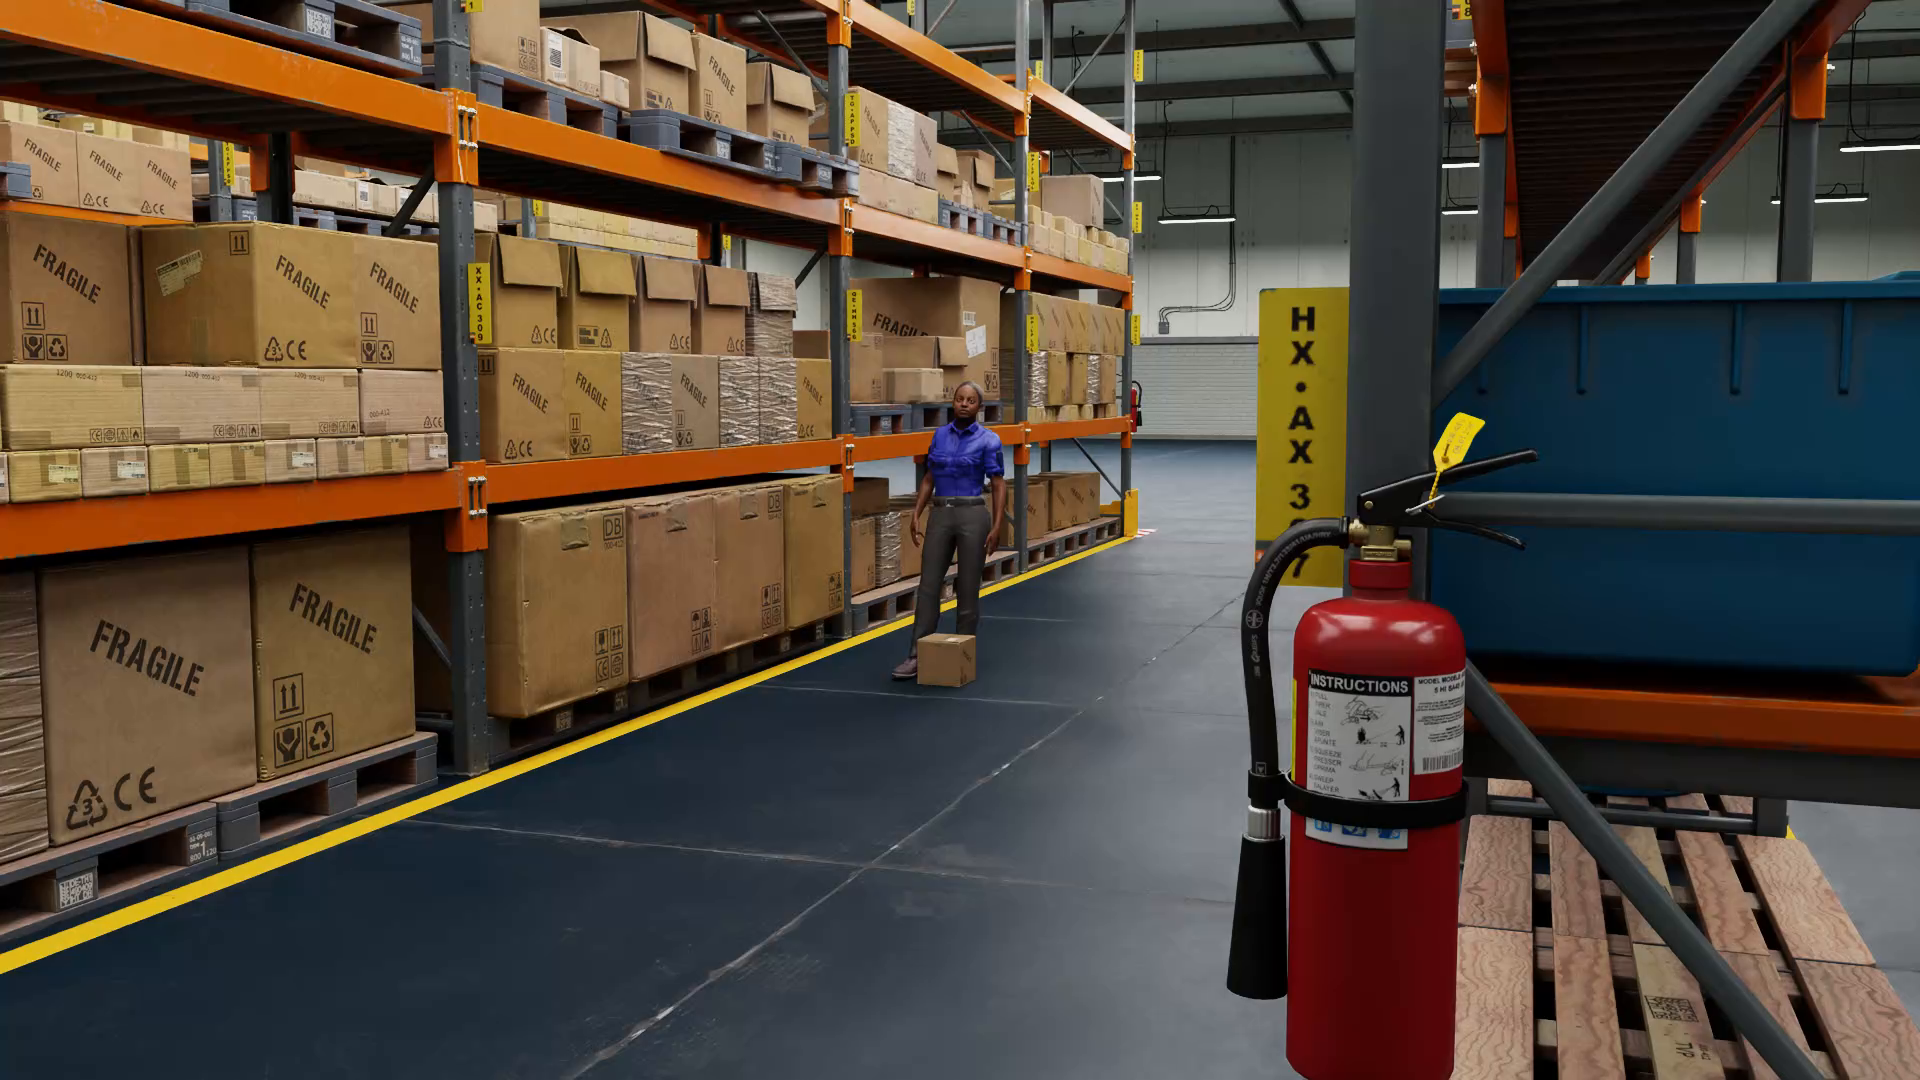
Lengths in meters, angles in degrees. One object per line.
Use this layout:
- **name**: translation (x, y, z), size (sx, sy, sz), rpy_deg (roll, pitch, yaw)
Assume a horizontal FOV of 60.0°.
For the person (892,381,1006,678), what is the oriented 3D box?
- **person**: translation (-0.049, -0.060, 9.325), size (0.569, 1.656, 0.503), rpy_deg (2, 6, 21)
